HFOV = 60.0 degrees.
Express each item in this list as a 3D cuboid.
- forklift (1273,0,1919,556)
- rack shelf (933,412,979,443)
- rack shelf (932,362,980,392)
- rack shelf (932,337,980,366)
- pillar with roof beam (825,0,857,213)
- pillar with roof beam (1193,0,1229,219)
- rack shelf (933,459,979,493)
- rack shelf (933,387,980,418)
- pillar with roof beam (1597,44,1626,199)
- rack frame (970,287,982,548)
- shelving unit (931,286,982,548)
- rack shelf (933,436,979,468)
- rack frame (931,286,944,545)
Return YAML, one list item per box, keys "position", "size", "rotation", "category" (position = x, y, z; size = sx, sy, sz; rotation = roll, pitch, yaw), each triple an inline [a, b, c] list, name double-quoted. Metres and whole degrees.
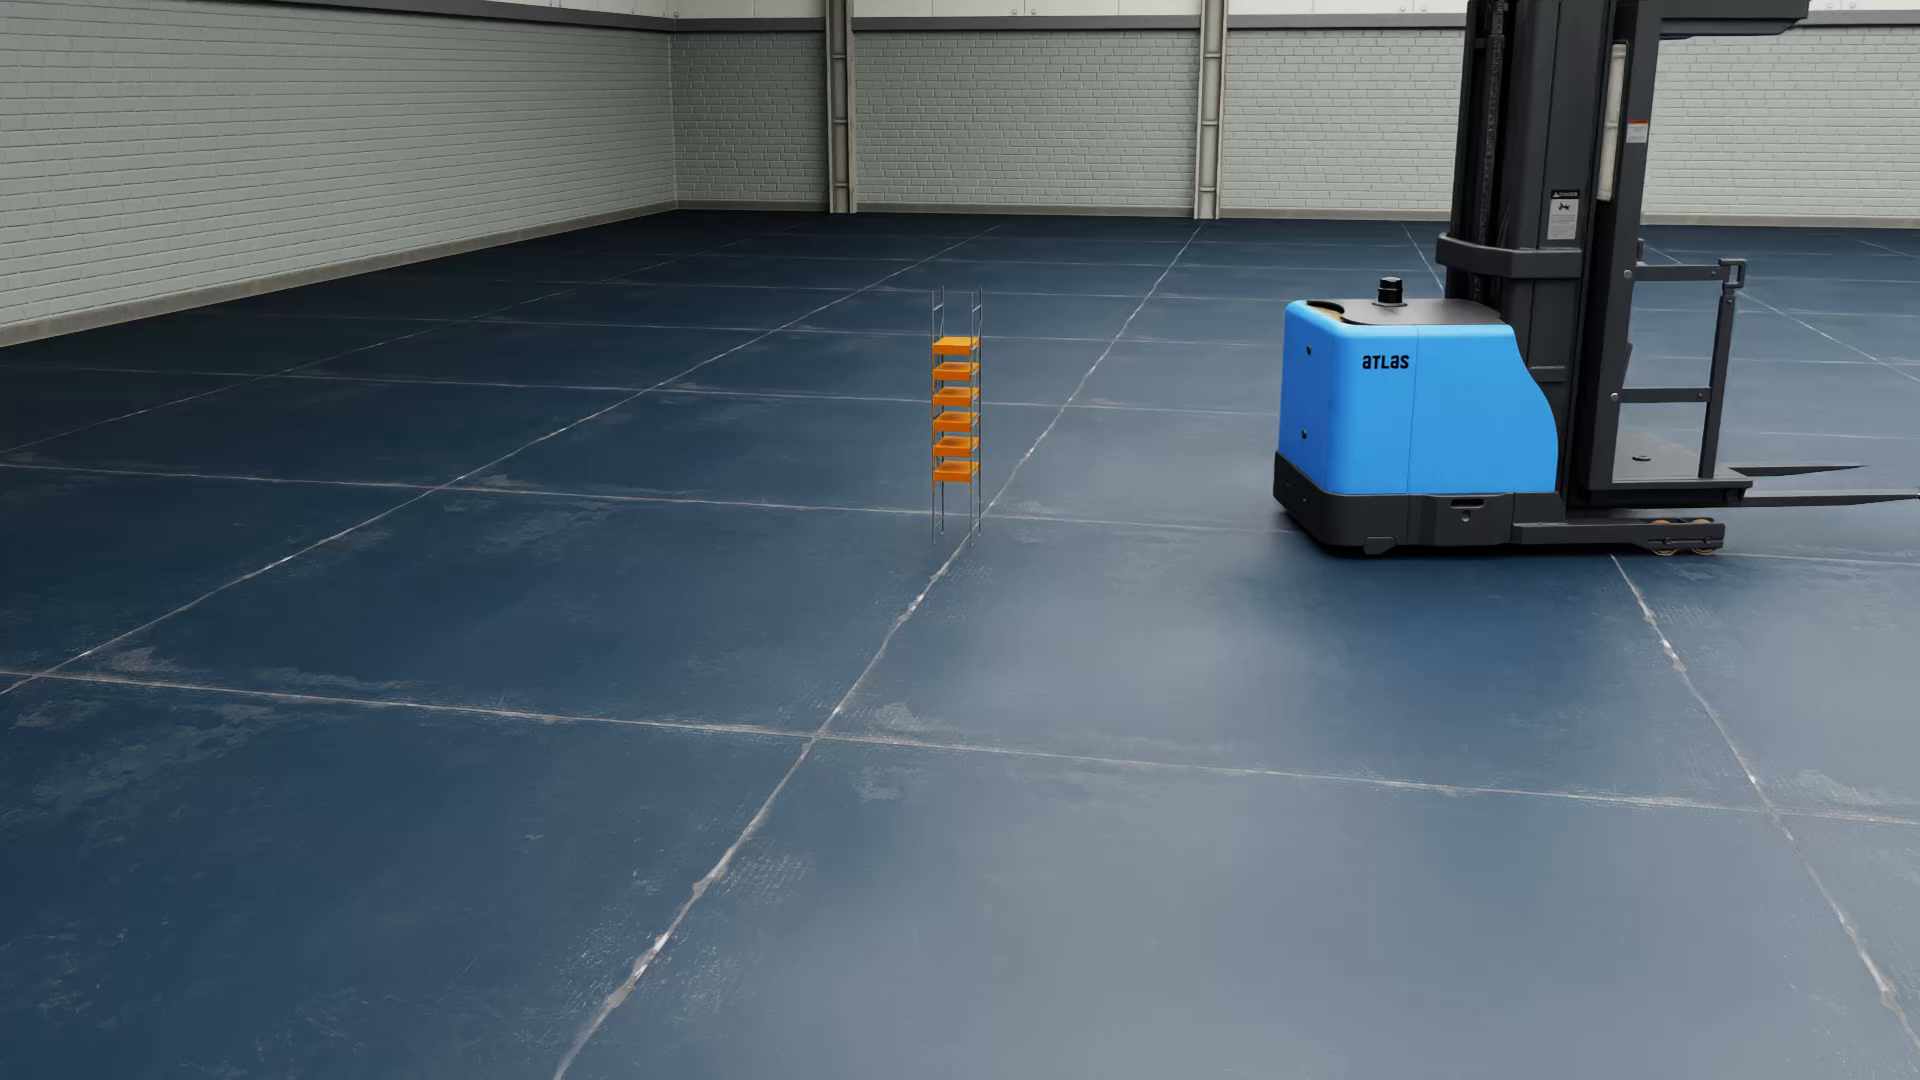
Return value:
- position: [3.146, -1.479, 7.840]
  size: [3.031, 2.935, 1.130]
  rotation: [-1, 16, -4]
  category: "forklift"
- position: [-0.014, -0.536, 7.846]
  size: [0.180, 0.103, 0.258]
  rotation: [3, 16, 11]
  category: "rack shelf"
- position: [-0.014, -0.767, 7.782]
  size: [0.180, 0.103, 0.258]
  rotation: [3, 16, 11]
  category: "rack shelf"
- position: [-0.014, -0.883, 7.750]
  size: [0.180, 0.103, 0.258]
  rotation: [3, 16, 11]
  category: "rack shelf"
- position: [-2.799, -8.670, 22.435]
  size: [0.400, 9.000, 9.100]
  rotation: [3, 16, 11]
  category: "pillar with roof beam"
- position: [3.081, -8.351, 21.283]
  size: [0.400, 9.000, 9.100]
  rotation: [3, 16, 11]
  category: "pillar with roof beam"
- position: [-0.014, -0.305, 7.911]
  size: [0.180, 0.103, 0.258]
  rotation: [3, 16, 11]
  category: "rack shelf"
- position: [-0.014, -0.652, 7.814]
  size: [0.180, 0.103, 0.258]
  rotation: [3, 16, 11]
  category: "rack shelf"
- position: [8.960, -8.032, 20.131]
  size: [0.400, 9.000, 9.100]
  rotation: [3, 16, 11]
  category: "pillar with roof beam"
- position: [0.075, -0.574, 7.817]
  size: [0.006, 1.200, 0.240]
  rotation: [3, 16, 11]
  category: "rack frame"
- position: [-0.014, -0.579, 7.835]
  size: [0.189, 1.200, 0.258]
  rotation: [3, 16, 11]
  category: "shelving unit"
- position: [-0.014, -0.421, 7.879]
  size: [0.180, 0.103, 0.258]
  rotation: [3, 16, 11]
  category: "rack shelf"
- position: [-0.104, -0.584, 7.852]
  size: [0.006, 1.200, 0.240]
  rotation: [3, 16, 11]
  category: "rack frame"
